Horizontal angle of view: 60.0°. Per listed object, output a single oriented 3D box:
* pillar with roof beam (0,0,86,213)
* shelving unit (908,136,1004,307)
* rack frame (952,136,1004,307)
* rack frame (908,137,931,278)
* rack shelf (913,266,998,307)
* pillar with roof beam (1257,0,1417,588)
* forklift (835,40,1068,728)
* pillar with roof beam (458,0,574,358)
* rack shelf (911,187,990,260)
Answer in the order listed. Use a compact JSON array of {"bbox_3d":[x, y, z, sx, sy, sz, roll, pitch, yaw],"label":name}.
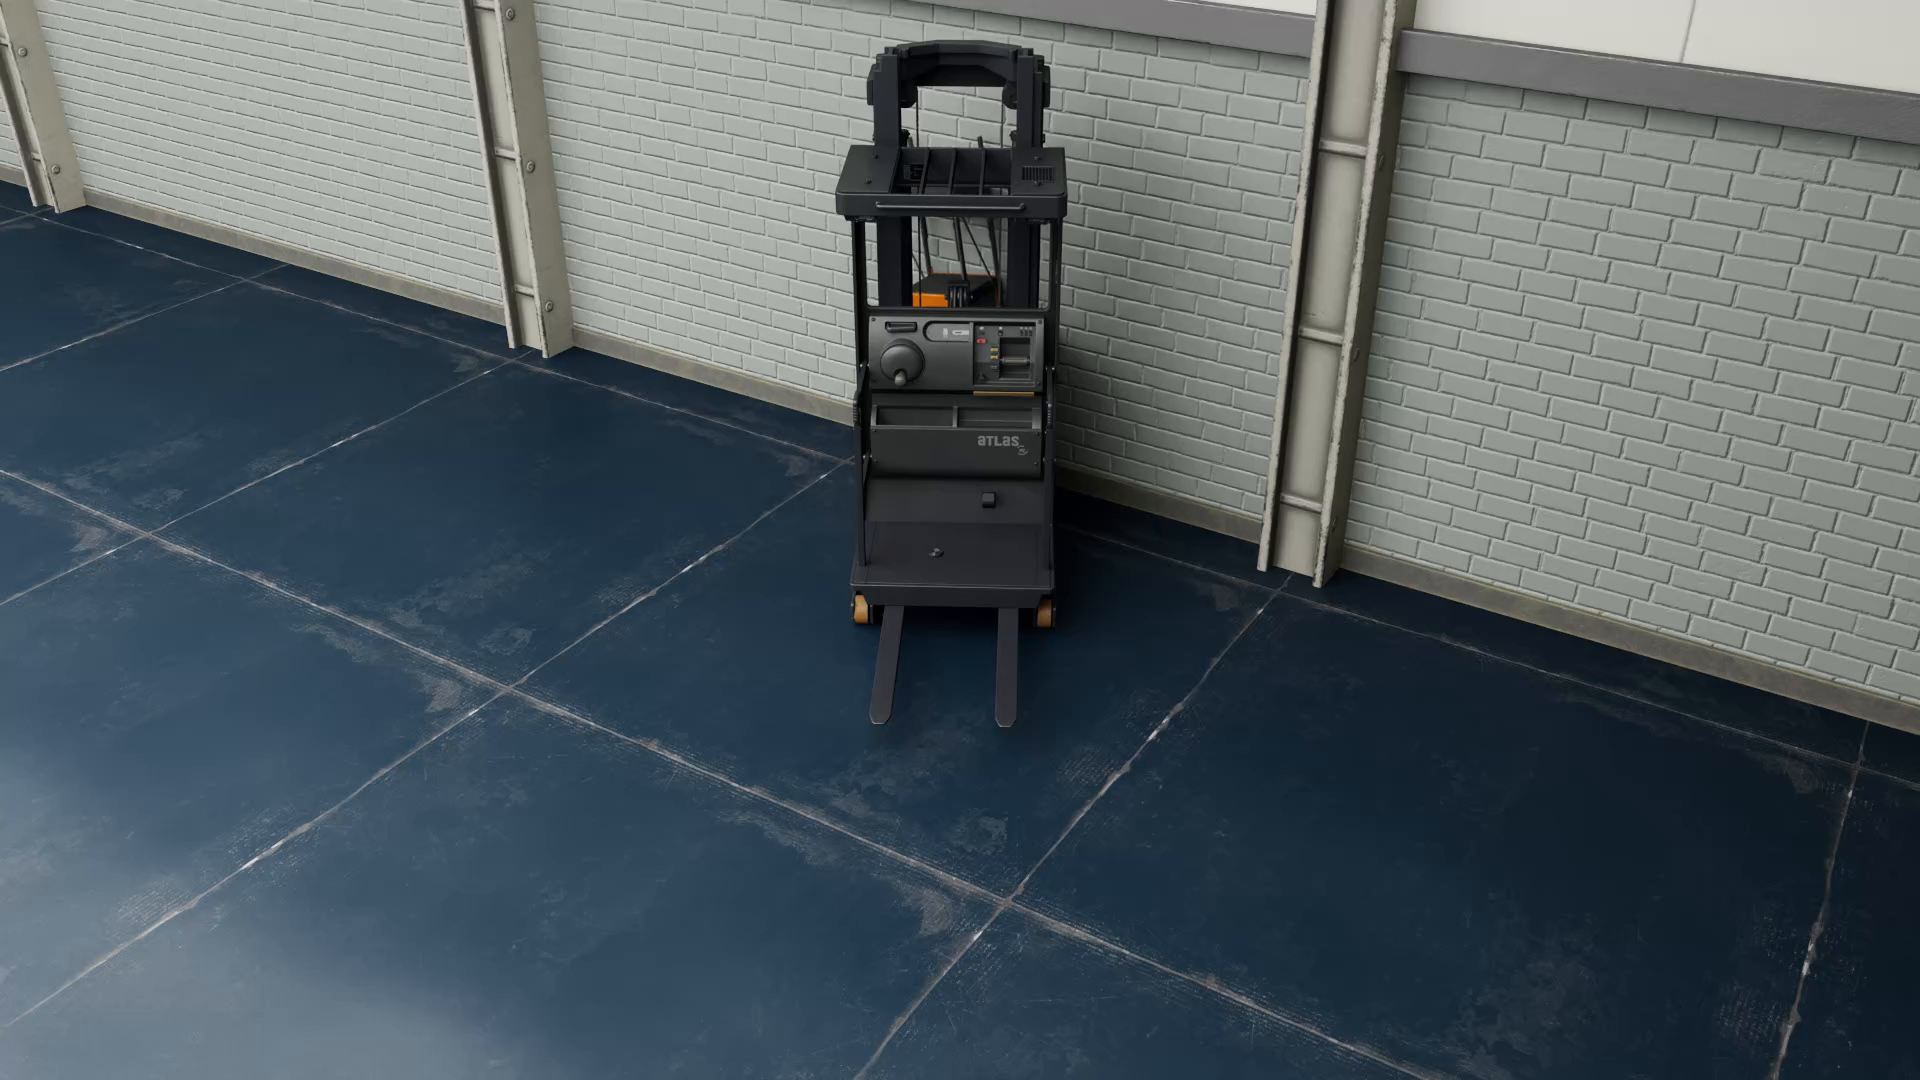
[{"bbox_3d":[-10.484,-5.108,9.749,0.400,9.000,9.100,18,35,27],"label":"pillar with roof beam"},{"bbox_3d":[-0.046,-1.356,10.107,0.503,2.100,0.431,8,30,31],"label":"shelving unit"},{"bbox_3d":[0.161,-1.328,9.981,0.015,2.100,0.400,8,30,31],"label":"rack frame"},{"bbox_3d":[-0.254,-1.385,10.233,0.015,2.100,0.400,8,30,31],"label":"rack frame"},{"bbox_3d":[-0.045,-1.344,10.113,0.480,0.518,0.431,8,30,31],"label":"rack shelf"},{"bbox_3d":[-0.320,-1.894,4.238,0.400,9.000,9.100,18,35,27],"label":"pillar with roof beam"},{"bbox_3d":[-0.025,-0.949,8.640,1.130,2.935,3.031,1,30,2],"label":"forklift"},{"bbox_3d":[-5.402,-3.501,6.994,0.400,9.000,9.100,18,35,27],"label":"pillar with roof beam"},{"bbox_3d":[-0.138,-1.971,9.816,0.480,0.518,0.431,8,30,31],"label":"rack shelf"}]
